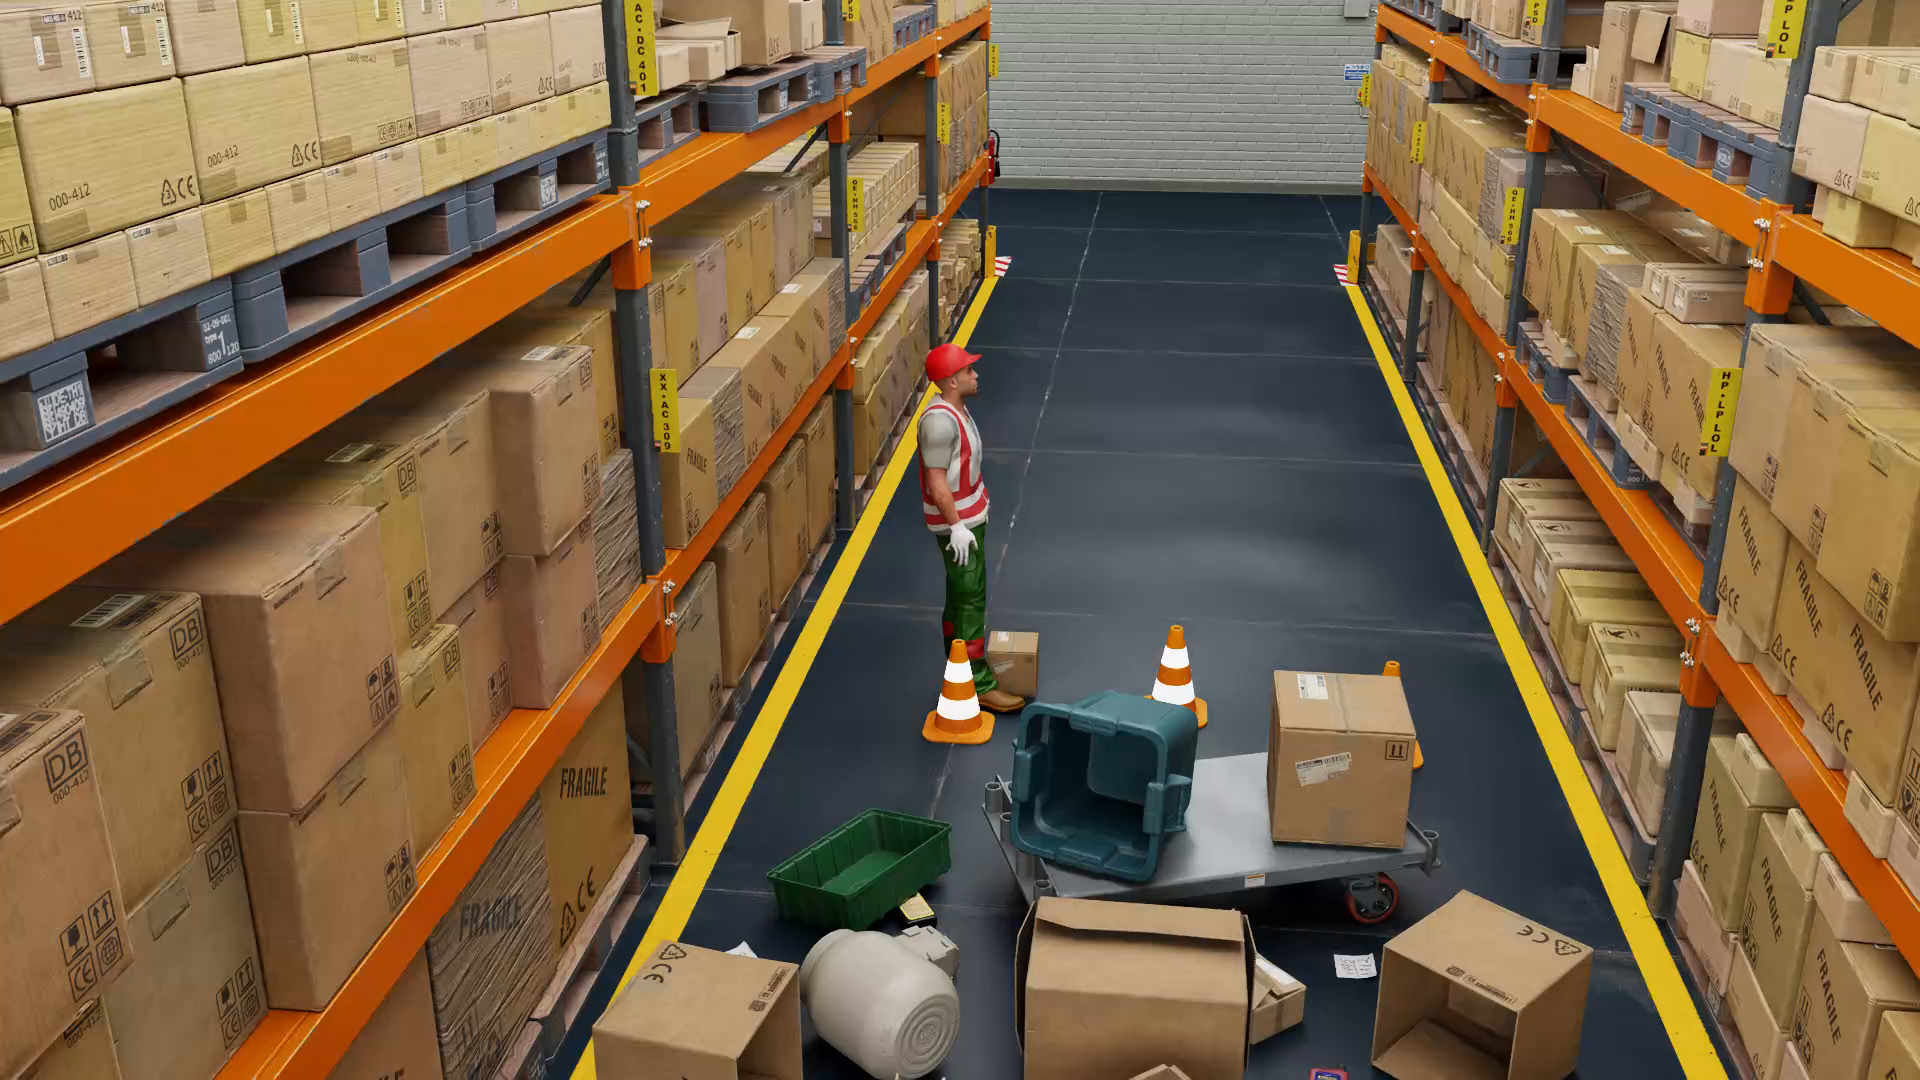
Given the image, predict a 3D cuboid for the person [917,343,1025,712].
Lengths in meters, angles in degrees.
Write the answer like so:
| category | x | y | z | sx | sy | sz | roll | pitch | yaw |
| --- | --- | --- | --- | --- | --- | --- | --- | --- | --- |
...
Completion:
| category | x | y | z | sx | sy | sz | roll | pitch | yaw |
| --- | --- | --- | --- | --- | --- | --- | --- | --- | --- |
| person | 0.077 | -0.085 | 8.246 | 0.562 | 1.789 | 0.638 | 2 | 21 | 6 |
